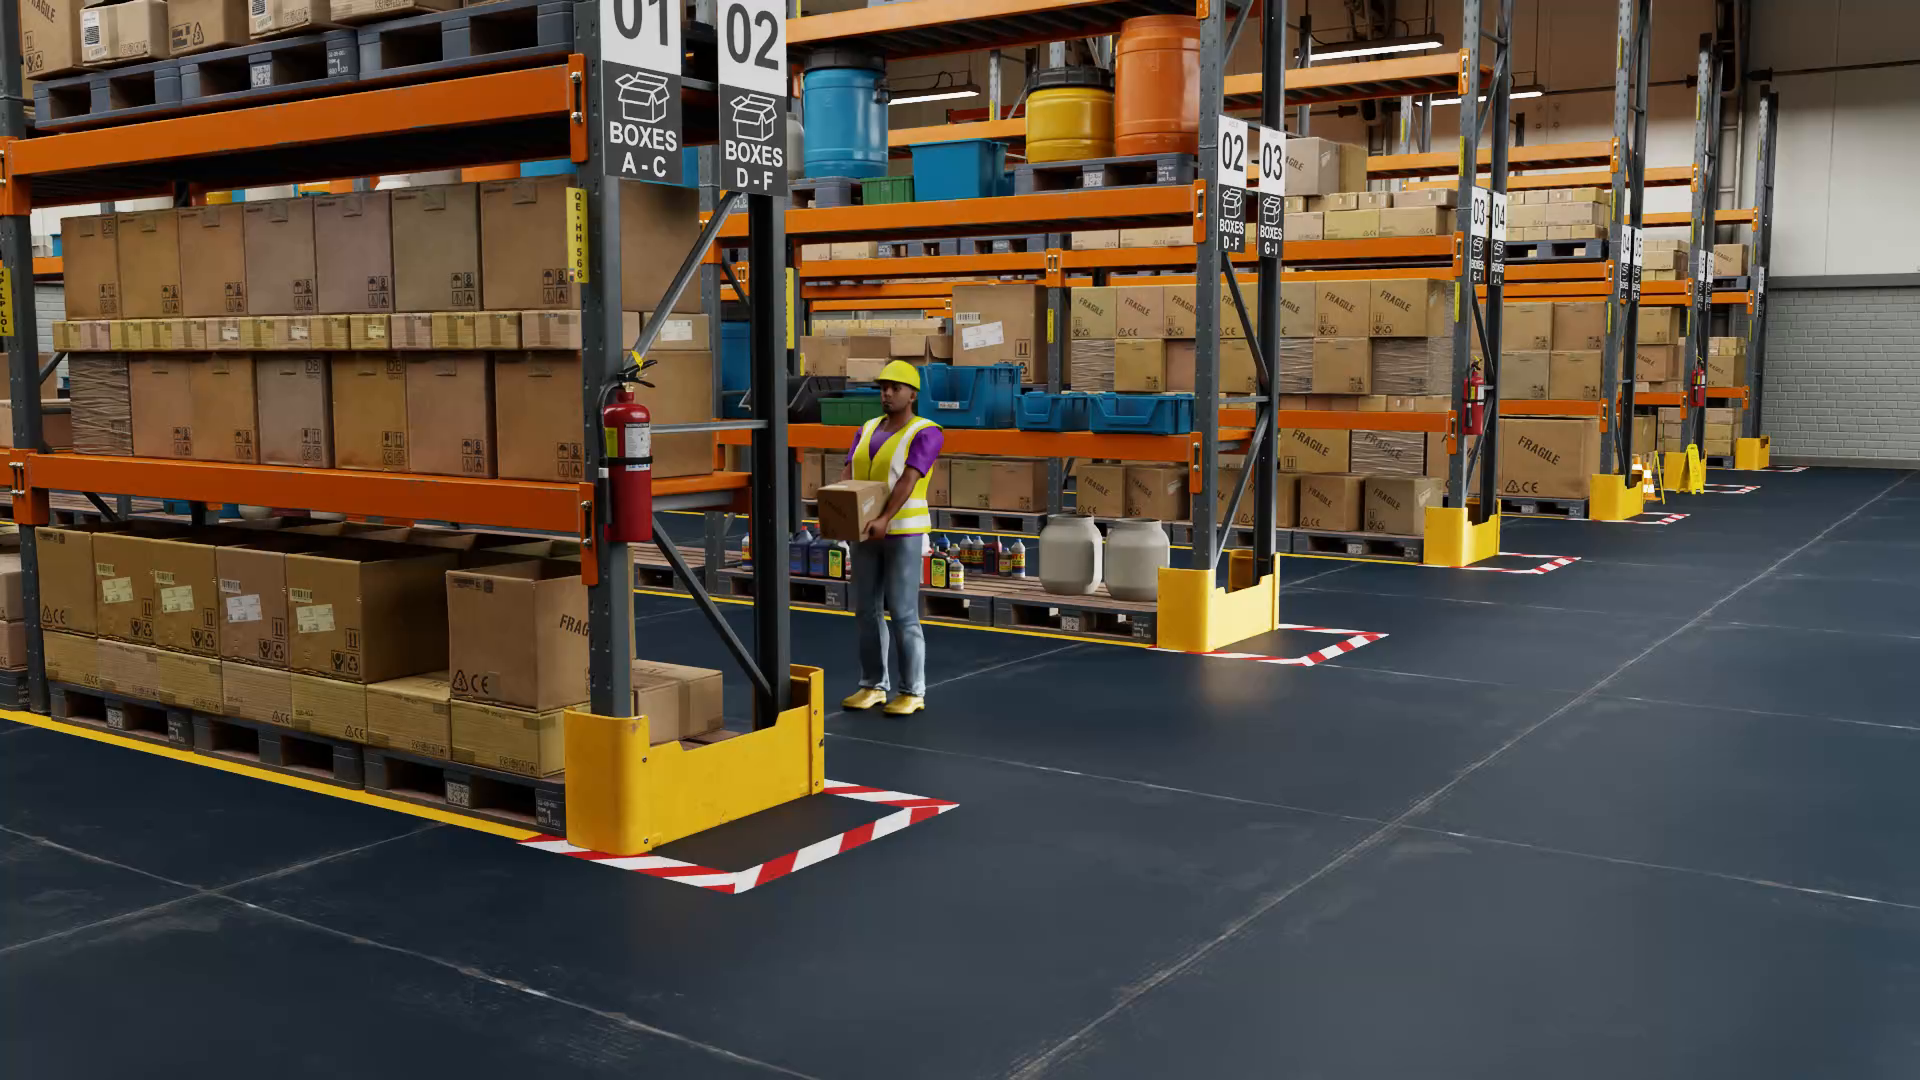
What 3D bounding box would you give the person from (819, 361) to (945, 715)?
[{"bbox_3d":[-0.400,-0.009,8.287,0.503,1.760,0.575,4,8,34],"label":"person"}]
